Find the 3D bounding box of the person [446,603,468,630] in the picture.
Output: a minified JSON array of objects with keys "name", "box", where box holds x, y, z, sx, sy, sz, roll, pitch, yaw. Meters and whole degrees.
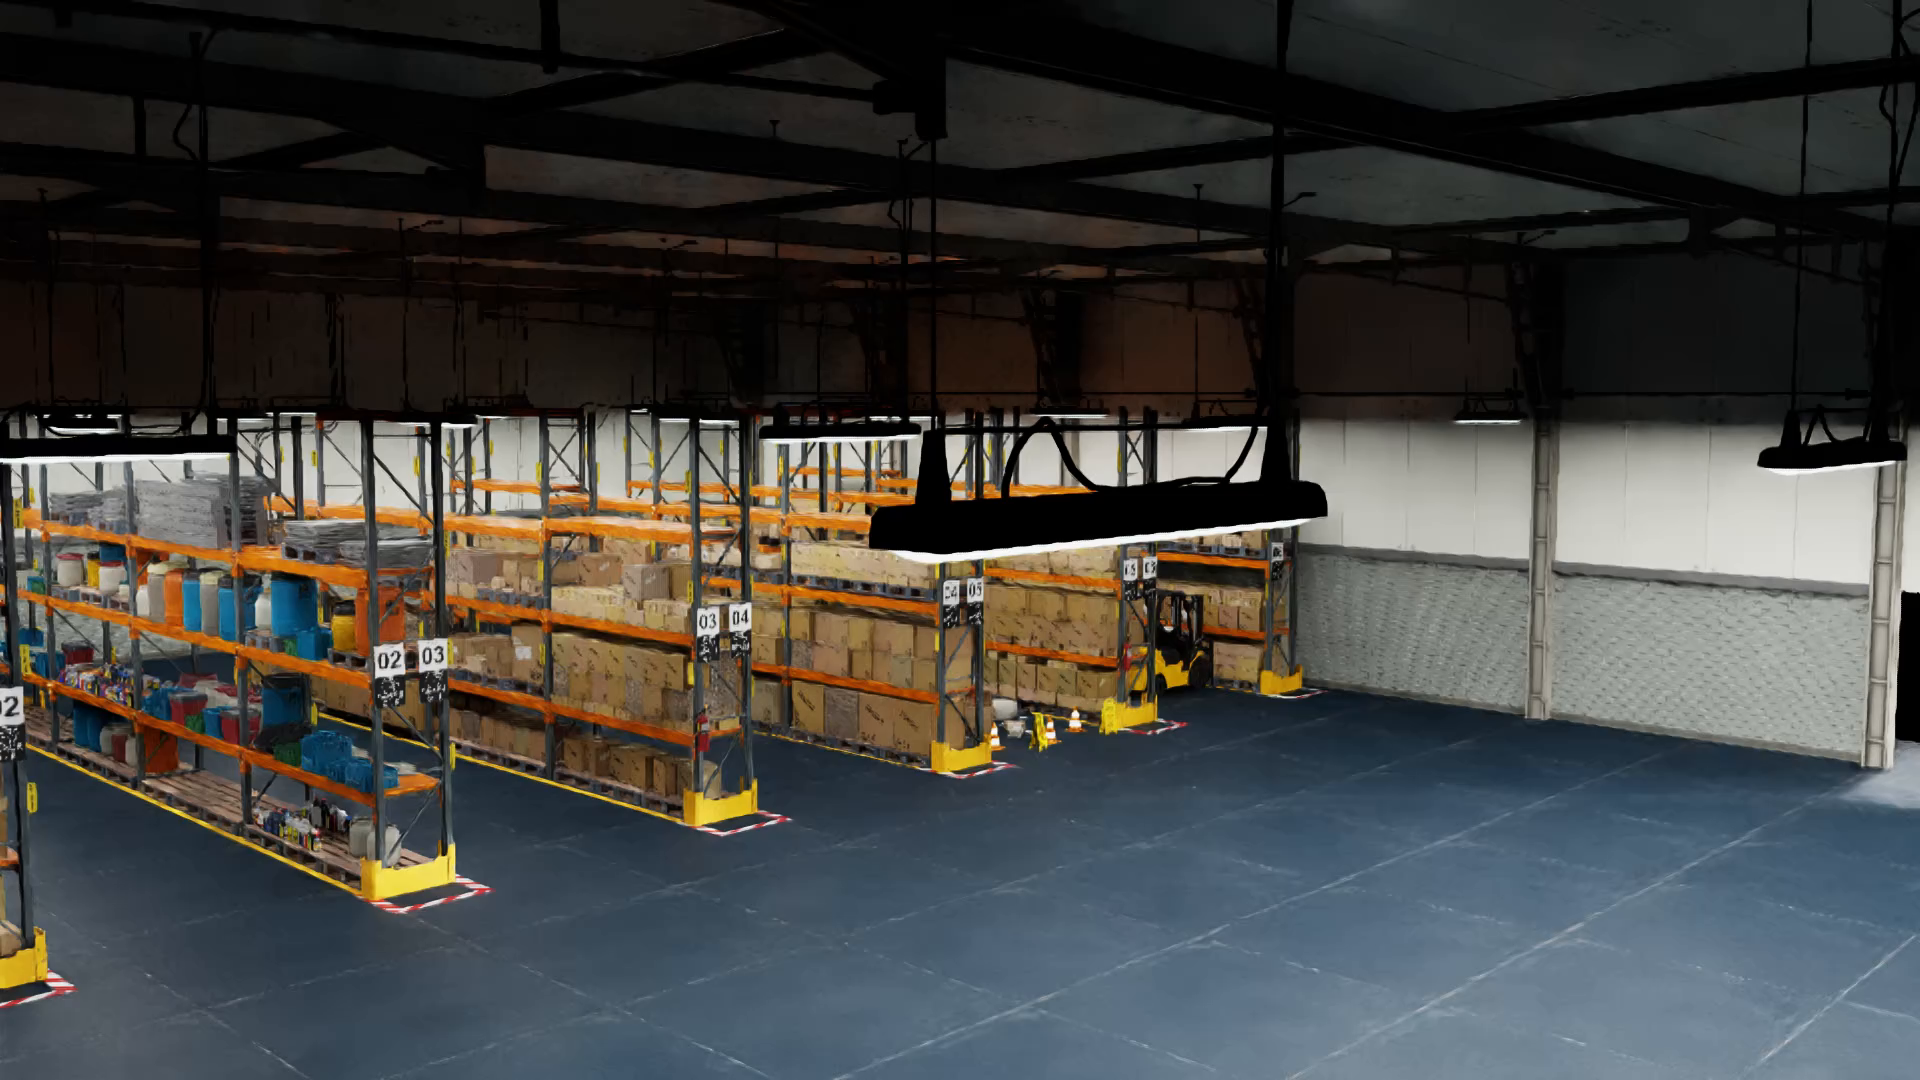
[{"name":"person","box":[-13.223,1.622,43.577,0.580,1.709,0.507,-1,5,-8]}]
